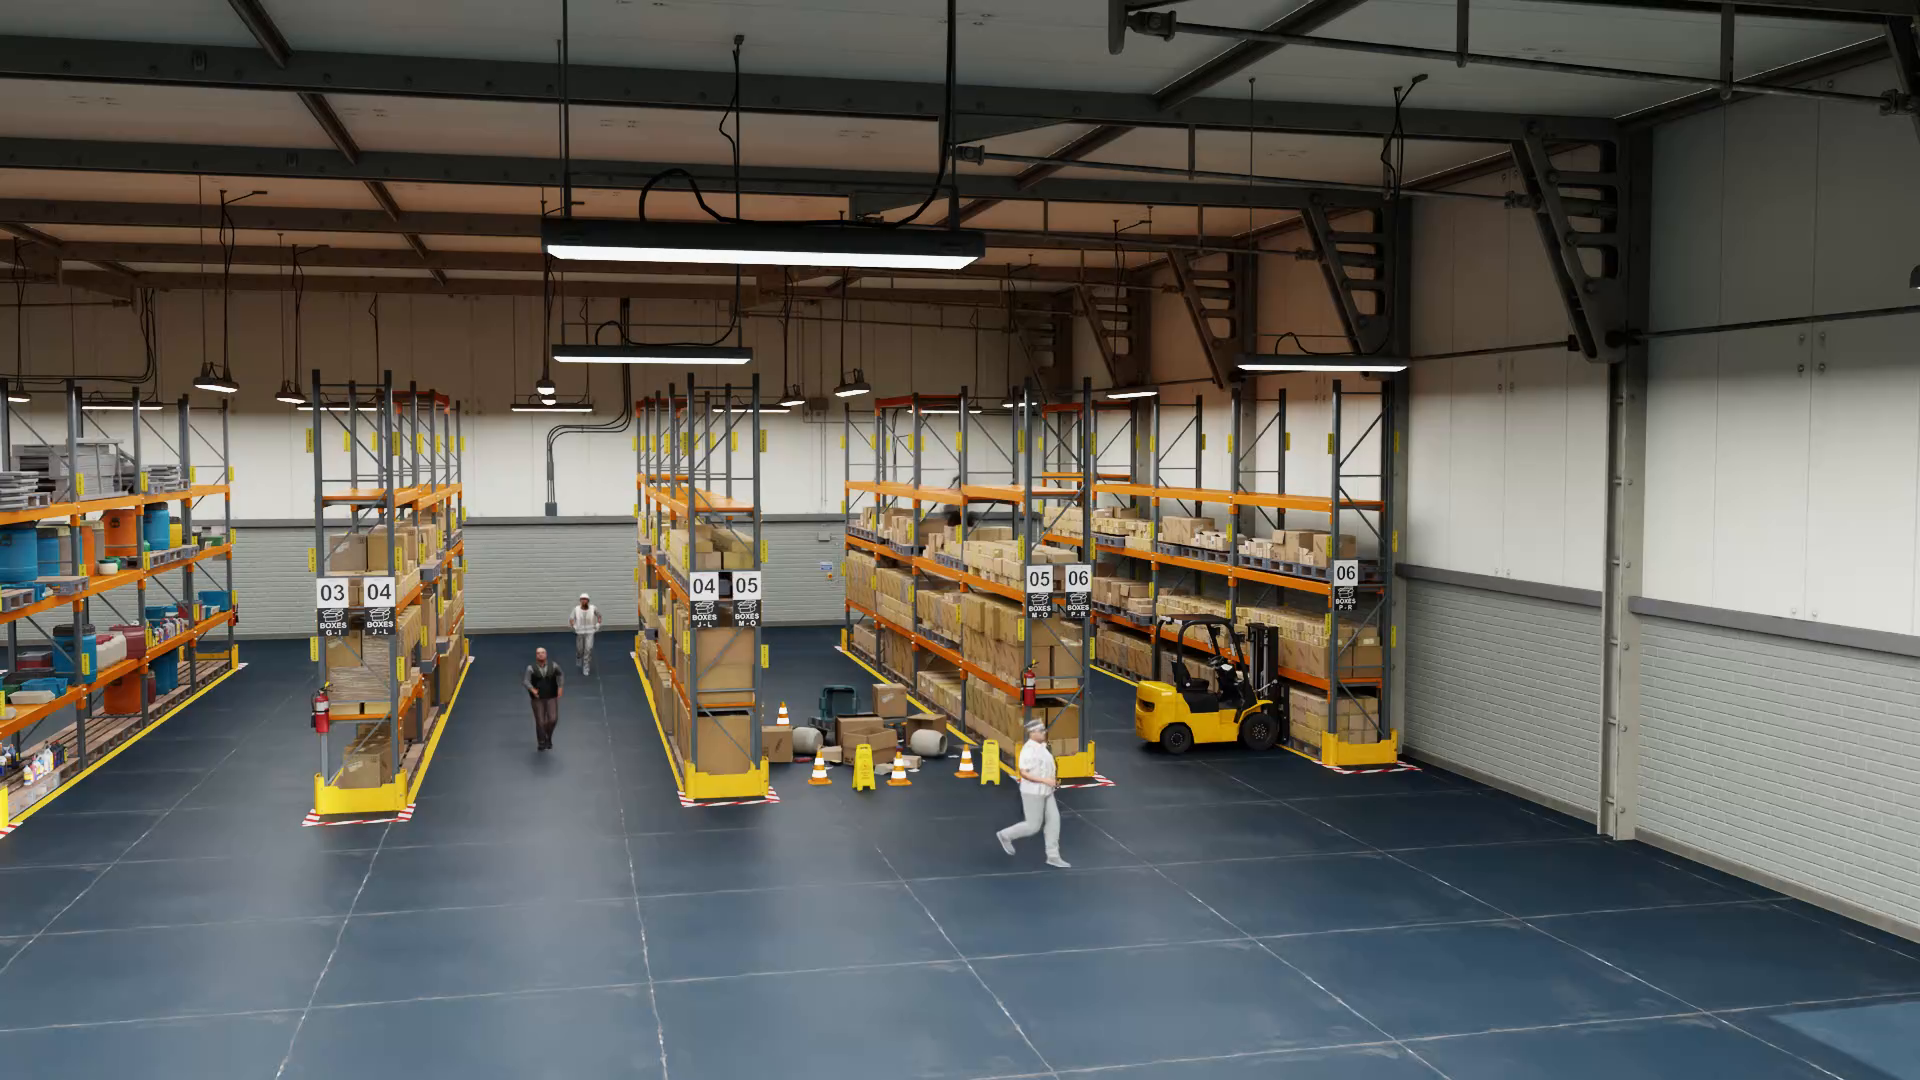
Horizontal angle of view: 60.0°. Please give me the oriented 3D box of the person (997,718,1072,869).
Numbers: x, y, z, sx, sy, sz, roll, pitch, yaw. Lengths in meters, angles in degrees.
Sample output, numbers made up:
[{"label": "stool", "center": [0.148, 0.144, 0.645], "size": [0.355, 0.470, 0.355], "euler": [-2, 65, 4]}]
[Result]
[{"label": "person", "center": [0.891, 2.987, 19.710], "size": [0.917, 1.771, 0.670], "euler": [2, 4, 27]}]

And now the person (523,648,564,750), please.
[{"label": "person", "center": [-6.763, 2.592, 27.074], "size": [0.672, 1.677, 0.610], "euler": [-1, 3, -18]}]

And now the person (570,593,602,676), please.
[{"label": "person", "center": [-8.148, 2.042, 36.227], "size": [0.688, 1.773, 0.840], "euler": [-1, 3, -11]}]
